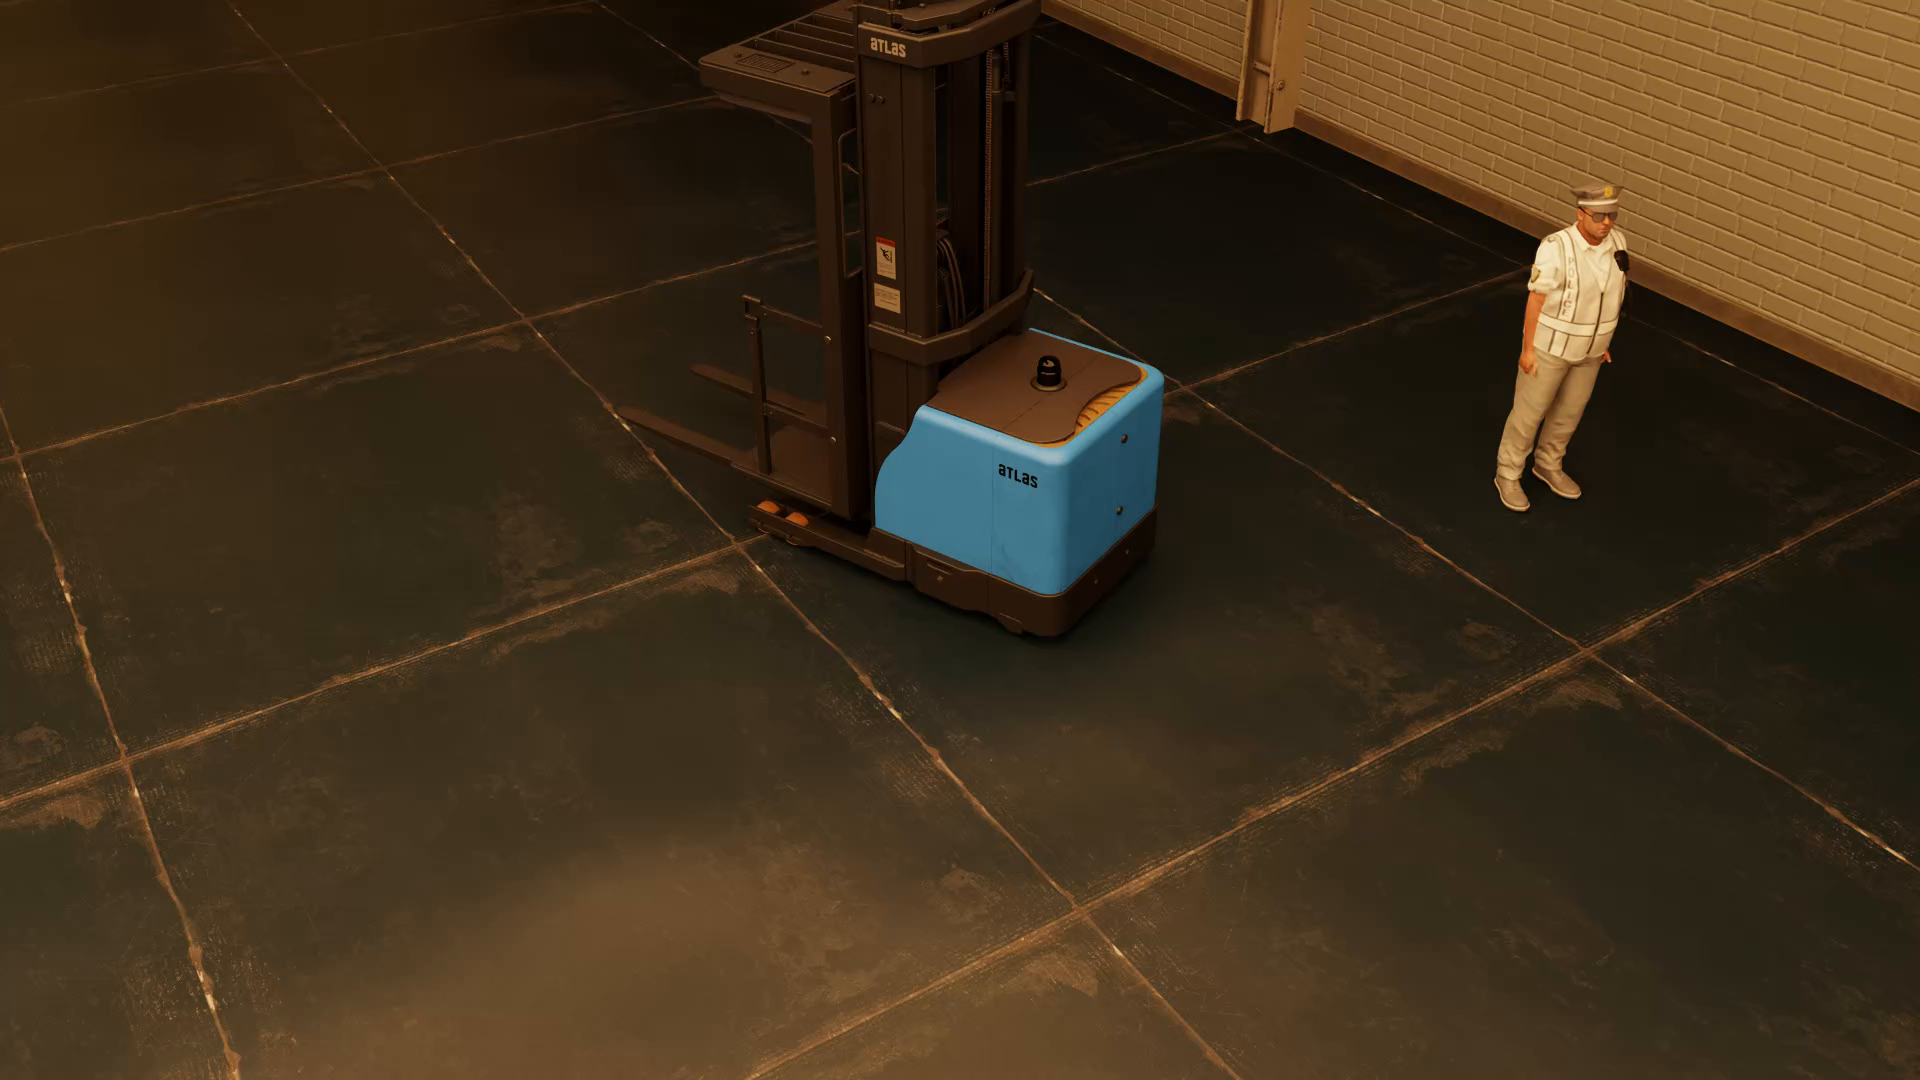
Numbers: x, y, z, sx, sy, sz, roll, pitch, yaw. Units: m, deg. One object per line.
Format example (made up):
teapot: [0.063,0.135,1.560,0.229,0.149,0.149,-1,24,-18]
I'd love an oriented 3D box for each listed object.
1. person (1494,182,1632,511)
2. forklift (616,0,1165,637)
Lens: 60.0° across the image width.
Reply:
person: [3.144,-1.014,8.601,0.522,1.775,0.409,-11,37,-15]
forklift: [-0.500,-1.399,8.138,3.031,2.935,1.130,22,41,28]
